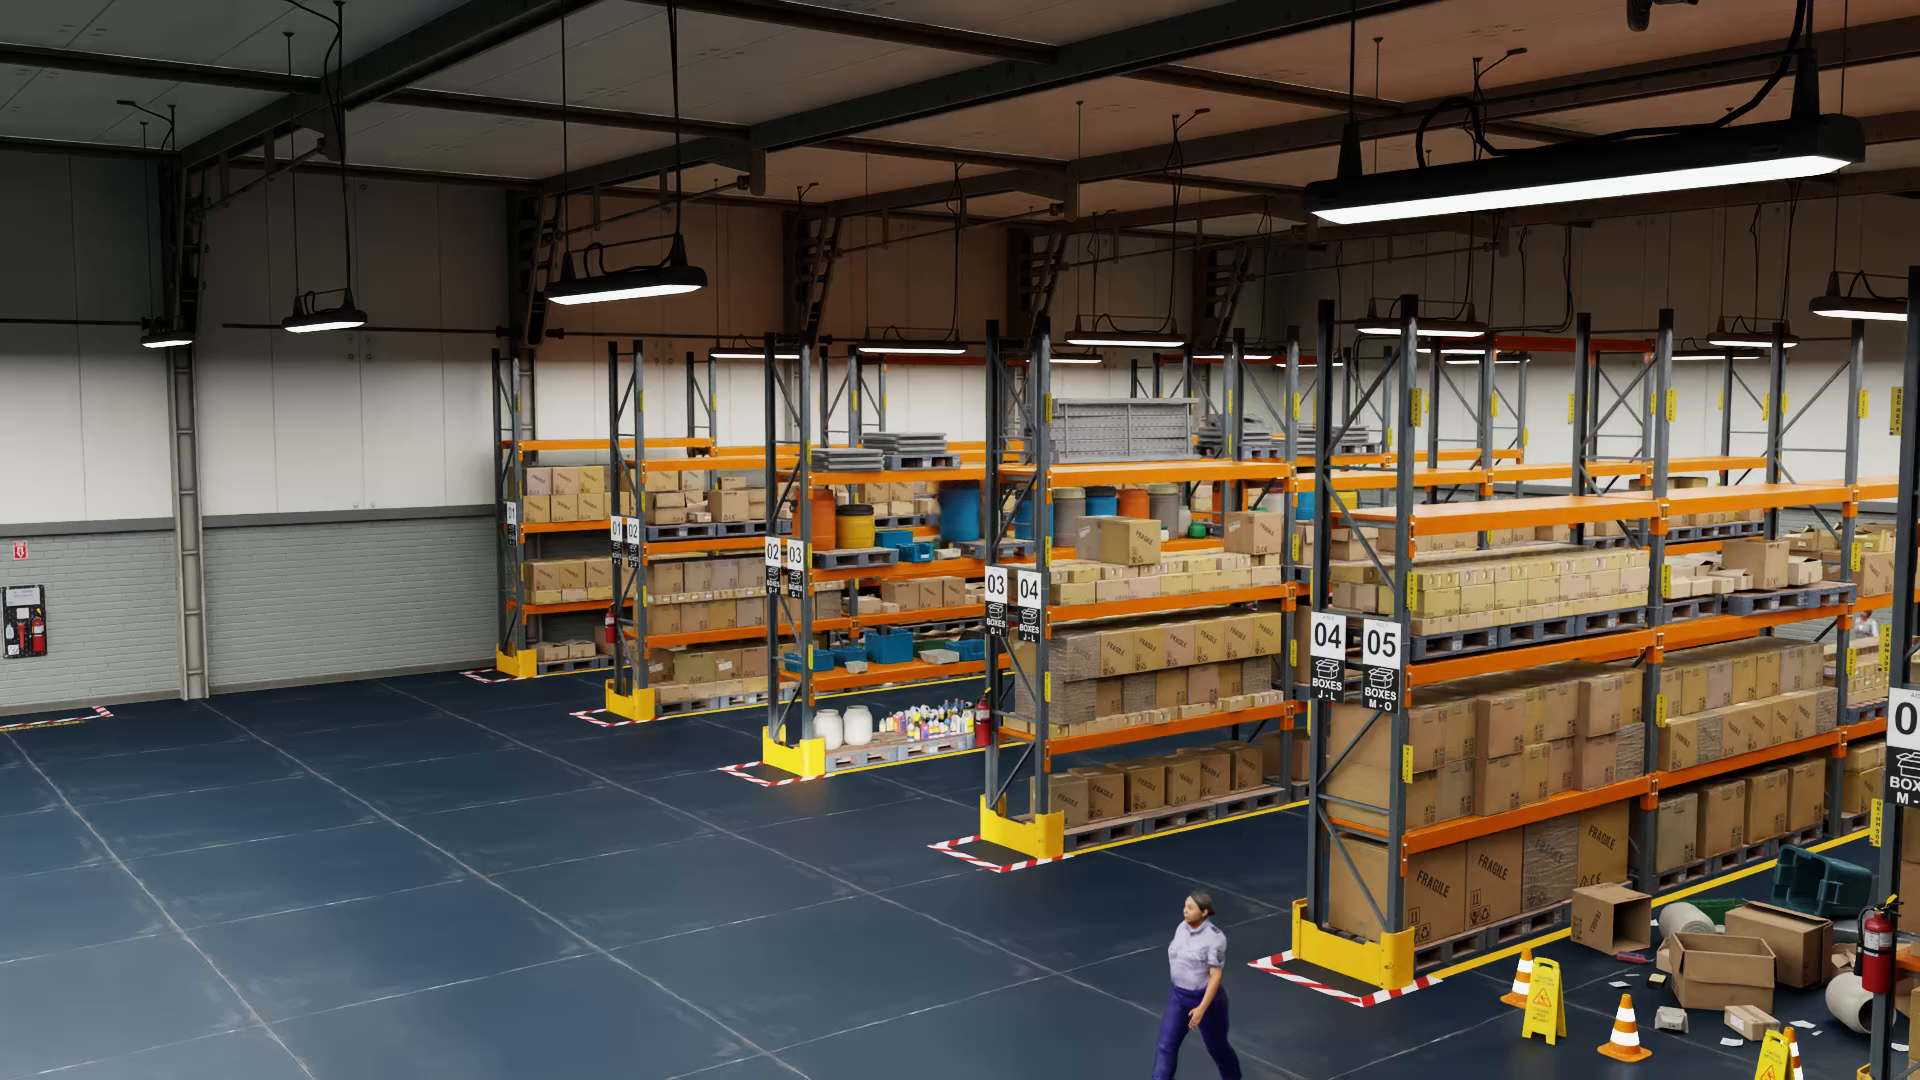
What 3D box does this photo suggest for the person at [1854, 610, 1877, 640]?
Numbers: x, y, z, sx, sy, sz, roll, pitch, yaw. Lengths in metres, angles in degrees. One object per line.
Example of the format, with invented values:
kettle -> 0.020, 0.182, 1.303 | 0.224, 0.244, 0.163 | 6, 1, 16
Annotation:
person -> 15.554, 1.873, 28.570 | 0.405, 1.532, 1.012 | 4, 7, 39

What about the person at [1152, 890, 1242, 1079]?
person -> 1.653, 3.312, 11.882 | 0.992, 1.579, 0.505 | -4, 7, -42
